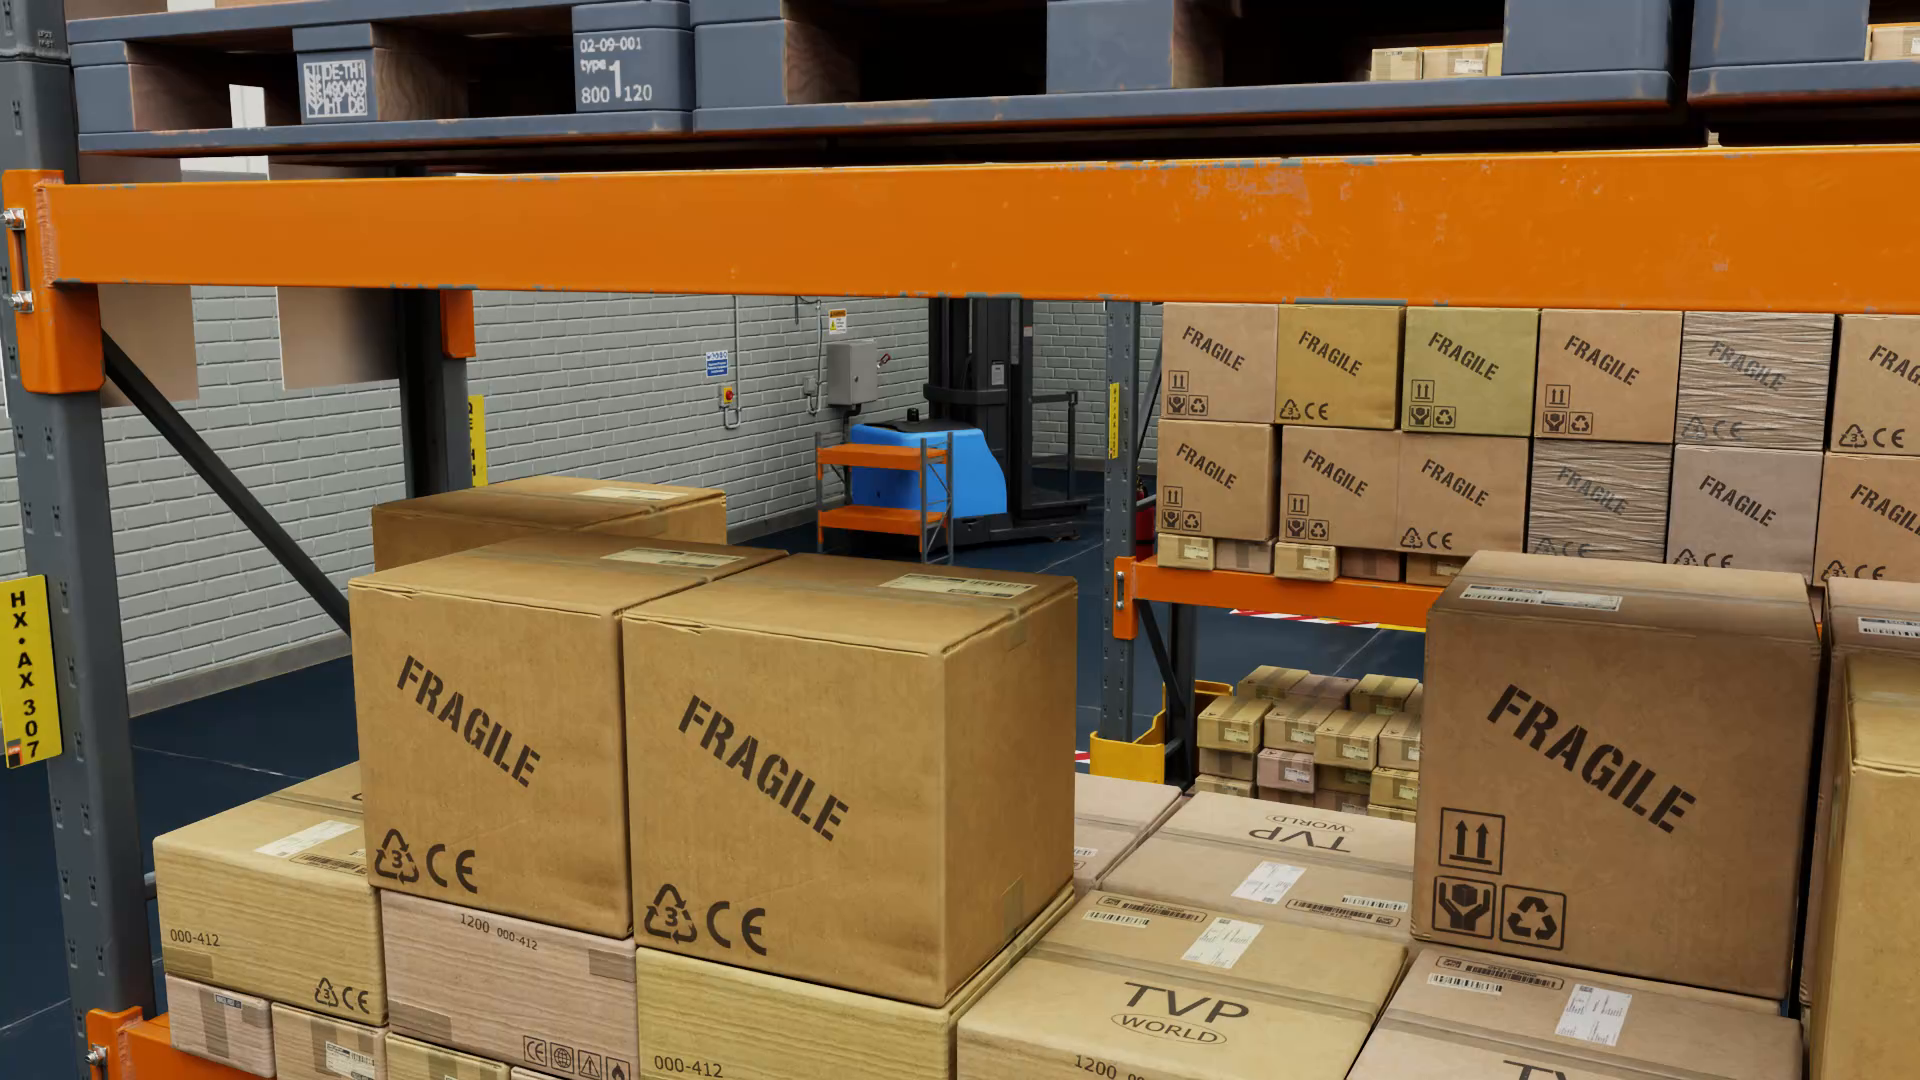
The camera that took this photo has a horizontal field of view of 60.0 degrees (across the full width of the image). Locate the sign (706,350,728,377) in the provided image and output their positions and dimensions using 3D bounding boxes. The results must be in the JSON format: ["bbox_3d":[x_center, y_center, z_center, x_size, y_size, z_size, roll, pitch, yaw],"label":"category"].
[{"bbox_3d":[-2.132,-1.548,14.602,0.001,0.218,0.327,5,11,26],"label":"sign"}]

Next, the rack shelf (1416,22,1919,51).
[{"bbox_3d":[4.805,-3.221,10.902,4.000,0.370,1.077,5,11,26],"label":"rack shelf"}]

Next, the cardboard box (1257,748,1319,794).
[{"bbox_3d":[1.489,0.984,7.362,0.250,0.149,0.380,5,11,26],"label":"cardboard box"}]

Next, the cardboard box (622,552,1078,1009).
[{"bbox_3d":[-0.147,0.324,2.498,0.500,0.500,0.500,5,11,24],"label":"cardboard box"}]

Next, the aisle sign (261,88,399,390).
[{"bbox_3d":[-1.305,-0.727,3.527,0.004,0.787,0.394,5,11,26],"label":"aisle sign"}]

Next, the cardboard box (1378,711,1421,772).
[{"bbox_3d":[1.960,0.869,7.160,0.250,0.149,0.380,4,11,23],"label":"cardboard box"}]

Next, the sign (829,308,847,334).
[{"bbox_3d":[-1.206,-2.156,16.400,0.001,0.242,0.339,5,11,26],"label":"sign"}]

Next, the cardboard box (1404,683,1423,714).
[{"bbox_3d":[2.191,0.785,7.623,0.250,0.149,0.380,5,11,24],"label":"cardboard box"}]

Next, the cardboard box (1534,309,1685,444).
[{"bbox_3d":[2.567,-0.666,6.563,0.500,0.500,0.500,5,11,24],"label":"cardboard box"}]

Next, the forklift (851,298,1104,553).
[{"bbox_3d":[0.526,-1.502,15.297,3.031,2.935,1.130,-6,12,-32],"label":"forklift"}]

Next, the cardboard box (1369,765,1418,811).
[{"bbox_3d":[1.929,1.027,7.126,0.250,0.149,0.380,5,12,28],"label":"cardboard box"}]

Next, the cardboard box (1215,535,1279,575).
[{"bbox_3d":[1.304,0.036,7.313,0.250,0.149,0.380,5,12,28],"label":"cardboard box"}]

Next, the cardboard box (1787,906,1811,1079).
[{"bbox_3d":[1.464,0.729,2.365,0.500,0.250,0.500,5,11,26],"label":"cardboard box"}]

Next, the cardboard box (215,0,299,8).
[{"bbox_3d":[-0.884,-1.143,2.961,0.500,0.500,0.700,4,11,22],"label":"cardboard box"}]

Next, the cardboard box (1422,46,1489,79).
[{"bbox_3d":[2.029,-1.883,6.685,0.250,0.149,0.380,5,12,27],"label":"cardboard box"}]

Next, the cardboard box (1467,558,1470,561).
[{"bbox_3d":[2.256,0.114,6.885,0.250,0.149,0.380,5,11,25],"label":"cardboard box"}]

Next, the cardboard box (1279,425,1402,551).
[{"bbox_3d":[1.683,-0.257,7.110,0.500,0.500,0.500,5,11,26],"label":"cardboard box"}]

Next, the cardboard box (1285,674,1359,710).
[{"bbox_3d":[1.698,0.755,7.792,0.250,0.149,0.380,5,12,27],"label":"cardboard box"}]

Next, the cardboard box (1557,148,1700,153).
[{"bbox_3d":[2.597,-1.382,6.441,0.500,0.250,0.500,5,11,26],"label":"cardboard box"}]

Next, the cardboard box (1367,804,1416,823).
[{"bbox_3d":[1.917,1.173,7.150,0.250,0.149,0.380,5,11,27],"label":"cardboard box"}]

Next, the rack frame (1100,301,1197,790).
[{"bbox_3d":[0.912,-0.179,7.796,0.127,3.000,1.000,5,11,26],"label":"rack frame"}]

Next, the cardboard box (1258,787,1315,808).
[{"bbox_3d":[1.511,1.117,7.460,0.250,0.149,0.380,5,11,26],"label":"cardboard box"}]

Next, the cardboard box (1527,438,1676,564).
[{"bbox_3d":[2.577,-0.177,6.670,0.500,0.500,0.500,5,11,24],"label":"cardboard box"}]

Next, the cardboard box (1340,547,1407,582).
[{"bbox_3d":[1.814,0.064,7.157,0.250,0.149,0.380,6,12,28],"label":"cardboard box"}]

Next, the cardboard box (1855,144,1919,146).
[{"bbox_3d":[3.497,-1.303,6.003,0.500,0.250,0.500,5,11,26],"label":"cardboard box"}]

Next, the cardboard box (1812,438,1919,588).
[{"bbox_3d":[3.475,-0.093,6.207,0.500,0.500,0.500,5,11,24],"label":"cardboard box"}]

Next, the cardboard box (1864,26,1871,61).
[{"bbox_3d":[3.159,-1.770,6.062,0.250,0.149,0.380,5,11,24],"label":"cardboard box"}]

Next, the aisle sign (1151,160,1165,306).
[{"bbox_3d":[0.979,-1.512,7.861,0.004,0.787,0.394,5,11,26],"label":"aisle sign"}]

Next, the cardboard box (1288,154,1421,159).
[{"bbox_3d":[1.672,-1.463,6.888,0.500,0.250,0.500,5,12,28],"label":"cardboard box"}]

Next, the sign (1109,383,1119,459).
[{"bbox_3d":[0.672,-0.518,7.240,0.005,0.325,0.100,5,11,26],"label":"sign"}]

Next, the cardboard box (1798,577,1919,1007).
[{"bbox_3d":[1.459,0.360,2.297,0.500,0.500,0.500,5,11,26],"label":"cardboard box"}]

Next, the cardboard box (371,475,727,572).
[{"bbox_3d":[-0.820,0.160,3.403,0.500,0.500,0.500,5,11,27],"label":"cardboard box"}]

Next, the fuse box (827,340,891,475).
[{"bbox_3d":[-0.995,-1.108,16.547,0.414,1.711,0.539,5,11,26],"label":"fuse box"}]

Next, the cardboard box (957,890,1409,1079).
[{"bbox_3d":[0.326,0.734,2.337,0.500,0.250,0.500,5,11,25],"label":"cardboard box"}]

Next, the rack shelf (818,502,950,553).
[{"bbox_3d":[-0.637,-0.113,14.068,1.000,0.278,0.538,5,12,28],"label":"rack shelf"}]

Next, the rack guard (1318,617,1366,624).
[{"bbox_3d":[2.990,0.251,12.441,0.348,0.500,1.175,5,11,26],"label":"rack guard"}]

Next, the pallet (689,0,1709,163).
[{"bbox_3d":[0.394,-0.674,2.360,1.213,0.211,1.003,5,11,26],"label":"pallet"}]

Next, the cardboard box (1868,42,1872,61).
[{"bbox_3d":[3.412,-1.852,6.516,0.250,0.149,0.380,5,11,24],"label":"cardboard box"}]

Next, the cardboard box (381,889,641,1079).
[{"bbox_3d":[-0.594,0.654,2.782,0.500,0.250,0.500,5,11,25],"label":"cardboard box"}]

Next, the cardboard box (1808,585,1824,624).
[{"bbox_3d":[3.170,0.200,6.405,0.250,0.149,0.380,4,11,23],"label":"cardboard box"}]

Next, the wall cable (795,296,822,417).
[{"bbox_3d":[-1.439,-2.145,15.808,0.122,1.984,0.588,5,11,26],"label":"wall cable"}]

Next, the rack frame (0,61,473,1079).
[{"bbox_3d":[-1.374,0.605,3.463,0.127,3.000,1.000,5,11,26],"label":"rack frame"}]

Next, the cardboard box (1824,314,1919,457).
[{"bbox_3d":[3.492,-0.585,6.116,0.500,0.500,0.500,5,11,24],"label":"cardboard box"}]

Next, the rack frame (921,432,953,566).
[{"bbox_3d":[-0.189,-0.311,13.789,0.032,1.125,0.500,5,12,28],"label":"rack frame"}]

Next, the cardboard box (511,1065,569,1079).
[{"bbox_3d":[-0.506,0.870,2.705,0.250,0.149,0.380,5,11,25],"label":"cardboard box"}]

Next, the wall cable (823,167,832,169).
[{"bbox_3d":[-0.613,-4.913,17.003,0.133,3.039,2.988,5,11,26],"label":"wall cable"}]

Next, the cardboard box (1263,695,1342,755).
[{"bbox_3d":[1.532,0.823,7.417,0.250,0.149,0.380,5,12,27],"label":"cardboard box"}]

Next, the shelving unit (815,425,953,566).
[{"bbox_3d":[-0.637,-0.354,14.025,1.048,1.125,0.538,5,12,28],"label":"shelving unit"}]

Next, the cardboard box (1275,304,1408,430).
[{"bbox_3d":[1.652,-0.750,7.027,0.500,0.500,0.500,5,12,27],"label":"cardboard box"}]

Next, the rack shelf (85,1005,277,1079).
[{"bbox_3d":[0.420,1.117,2.656,4.000,0.370,1.077,5,11,26],"label":"rack shelf"}]

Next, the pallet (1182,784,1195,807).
[{"bbox_3d":[1.693,1.269,7.626,1.213,0.211,1.003,5,11,26],"label":"pallet"}]

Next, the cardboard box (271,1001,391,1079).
[{"bbox_3d":[-0.971,0.830,2.929,0.250,0.149,0.380,5,11,25],"label":"cardboard box"}]

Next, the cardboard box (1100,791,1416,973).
[{"bbox_3d":[0.558,0.649,2.807,0.500,0.250,0.500,5,11,26],"label":"cardboard box"}]
